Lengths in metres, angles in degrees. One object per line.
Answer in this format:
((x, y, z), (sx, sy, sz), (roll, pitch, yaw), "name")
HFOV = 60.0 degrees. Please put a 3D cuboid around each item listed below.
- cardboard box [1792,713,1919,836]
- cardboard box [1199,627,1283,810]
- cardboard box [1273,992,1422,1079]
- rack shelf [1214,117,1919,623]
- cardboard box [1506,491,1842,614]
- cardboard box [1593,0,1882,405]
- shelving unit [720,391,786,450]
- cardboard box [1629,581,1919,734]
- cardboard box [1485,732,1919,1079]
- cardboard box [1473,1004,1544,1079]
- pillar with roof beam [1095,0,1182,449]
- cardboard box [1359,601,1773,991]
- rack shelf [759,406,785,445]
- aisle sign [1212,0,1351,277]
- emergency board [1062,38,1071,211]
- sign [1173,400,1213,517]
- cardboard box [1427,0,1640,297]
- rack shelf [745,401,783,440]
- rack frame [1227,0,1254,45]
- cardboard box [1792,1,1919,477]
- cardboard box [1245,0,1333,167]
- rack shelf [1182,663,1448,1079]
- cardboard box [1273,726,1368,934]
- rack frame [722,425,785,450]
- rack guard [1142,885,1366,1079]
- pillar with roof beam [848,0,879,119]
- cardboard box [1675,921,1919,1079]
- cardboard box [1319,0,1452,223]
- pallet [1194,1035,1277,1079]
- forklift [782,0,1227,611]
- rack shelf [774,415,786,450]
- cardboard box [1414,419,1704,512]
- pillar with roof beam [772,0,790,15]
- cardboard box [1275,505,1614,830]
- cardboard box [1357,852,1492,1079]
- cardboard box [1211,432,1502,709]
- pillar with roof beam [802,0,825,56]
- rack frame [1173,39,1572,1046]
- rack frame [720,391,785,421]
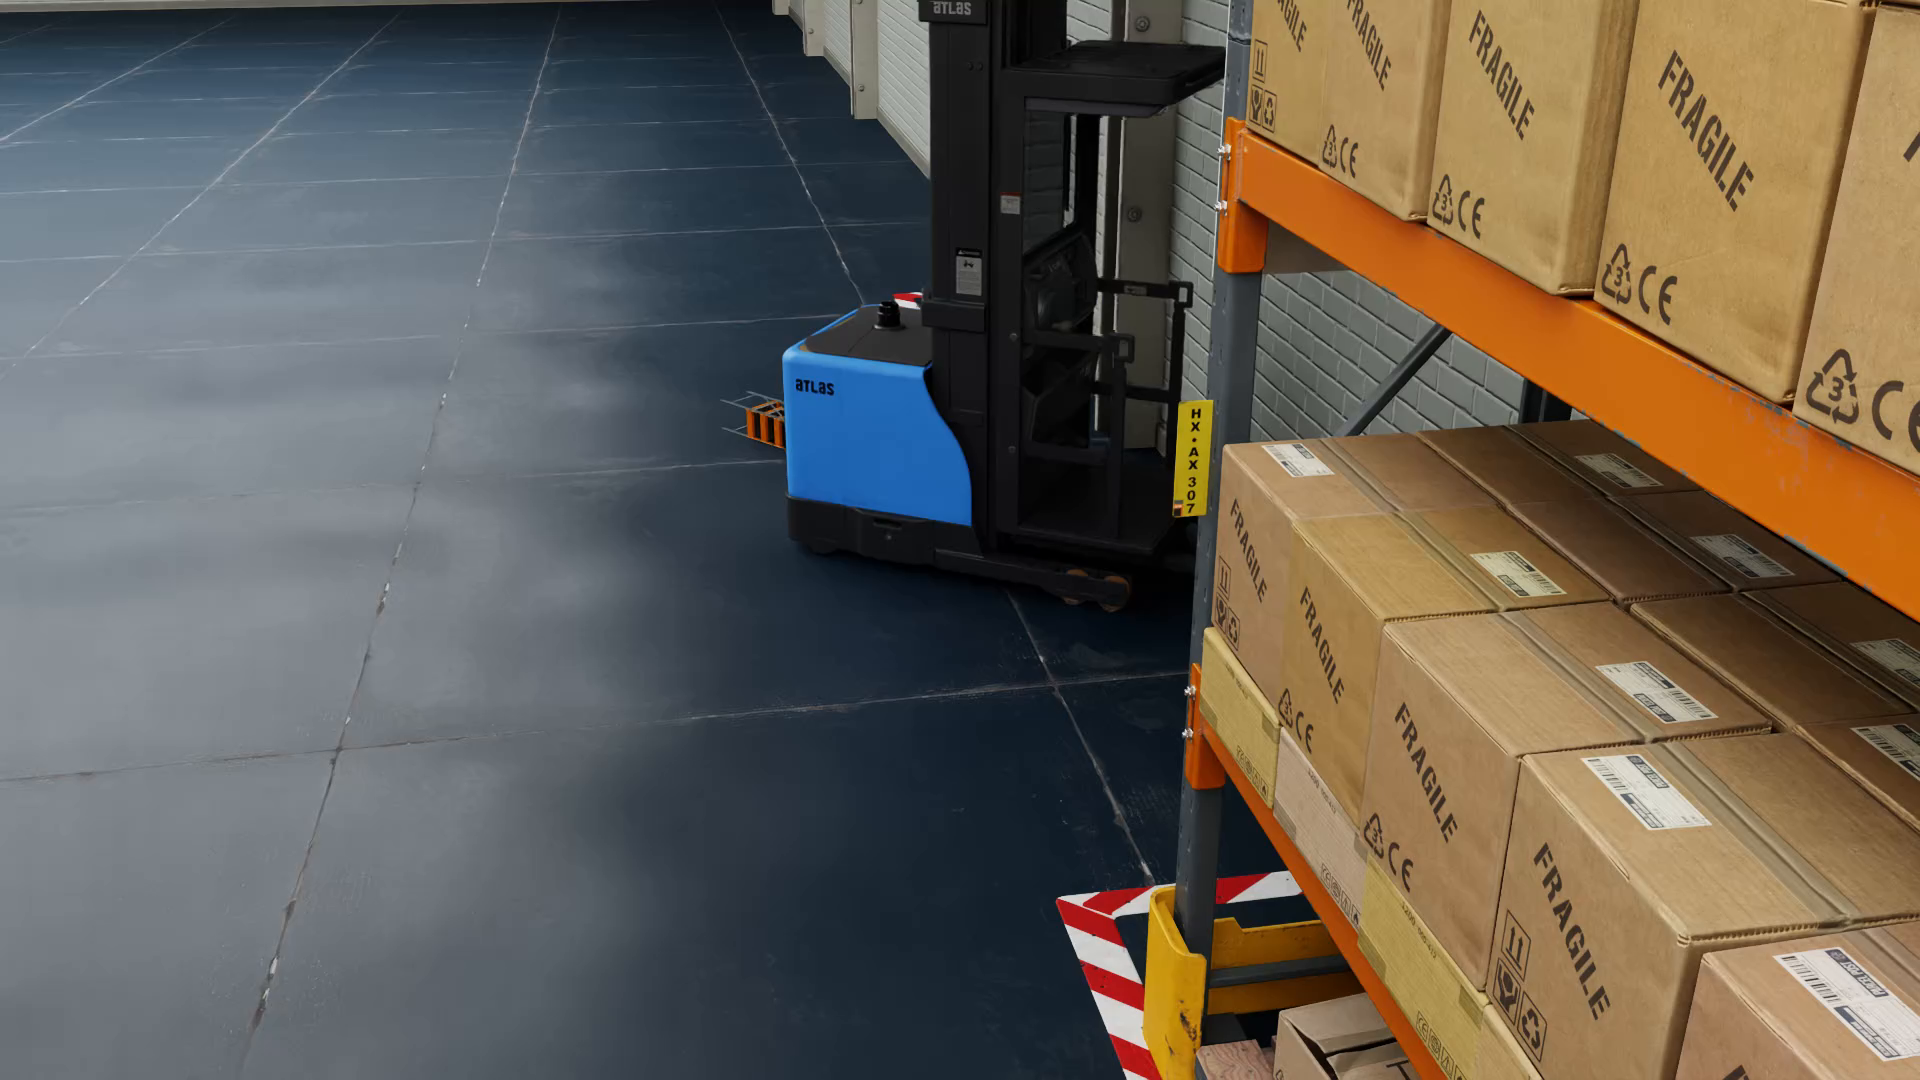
((1.726, 0.628, 2.790), (0.500, 0.500, 0.500), (-4, 24, -9), "cardboard box")
((0.932, 0.417, 4.209), (0.500, 0.250, 0.500), (-5, 24, -11), "cardboard box")
((1.193, 1.452, 4.488), (0.500, 0.311, 0.500), (-7, 25, -16), "cardboard box")
((1.524, -0.116, 2.419), (1.077, 0.370, 4.000), (-4, 24, -10), "rack shelf")
((1.533, 0.227, 3.709), (0.500, 0.500, 0.500), (-4, 24, -9), "cardboard box")
((1.254, -0.510, 2.273), (0.500, 0.500, 0.500), (-3, 24, -6), "cardboard box")
((-0.947, -0.656, 10.009), (1.200, 0.189, 0.258), (19, 30, 37), "shelving unit")
((1.633, 0.430, 3.244), (0.500, 0.500, 0.500), (-5, 24, -11), "cardboard box")
((1.225, 0.669, 2.695), (0.500, 0.500, 0.500), (-4, 24, -8), "cardboard box")
((1.222, 1.020, 2.828), (0.500, 0.250, 0.500), (-4, 24, -9), "cardboard box")
((-3.207, -4.437, 7.666), (9.100, 9.000, 0.400), (-4, 24, -10), "pillar with roof beam")
((1.118, 0.467, 3.158), (0.500, 0.500, 0.500), (-5, 24, -11), "cardboard box")
((-1.095, -0.707, 10.126), (0.103, 0.180, 0.258), (19, 30, 37), "rack shelf")
((0.846, -1.055, 4.170), (0.394, 0.787, 0.004), (-4, 24, -10), "aisle sign")
((0.604, -2.981, 11.828), (0.194, 1.169, 0.643), (-4, 24, -10), "emergency board")
((0.621, -0.214, 4.411), (0.100, 0.325, 0.005), (-4, 24, -10), "sign")
((1.134, -0.719, 2.752), (0.500, 0.500, 0.500), (-3, 24, -7), "cardboard box")
((-1.186, -0.738, 10.198), (0.103, 0.180, 0.258), (19, 30, 37), "rack shelf")
((1.154, -2.607, 3.476), (1.000, 3.000, 0.127), (-4, 24, -10), "rack frame")
((1.337, -0.309, 1.813), (0.500, 0.500, 0.500), (-5, 24, -12), "cardboard box")
((0.970, -1.137, 3.708), (0.500, 0.500, 0.500), (-4, 24, -8), "cardboard box")
((1.524, 1.259, 3.019), (1.077, 0.370, 4.000), (-4, 24, -10), "rack shelf")
((1.042, 0.621, 3.744), (0.500, 0.250, 0.500), (-5, 24, -11), "cardboard box")
((-0.947, -0.572, 10.046), (1.200, 0.006, 0.240), (19, 30, 37), "rack frame")
((1.168, 1.318, 5.108), (1.175, 0.500, 0.348), (-4, 24, -10), "rack guard")
((-5.426, -9.157, 18.473), (9.100, 9.000, 0.400), (-4, 24, -10), "pillar with roof beam")
((1.322, 0.874, 2.227), (0.500, 0.500, 0.500), (-5, 24, -11), "cardboard box")
((1.034, -0.923, 3.219), (0.500, 0.500, 0.500), (-3, 24, -6), "cardboard box")
((1.283, 1.772, 4.428), (1.003, 0.211, 1.213), (-4, 24, -10), "pallet")
((0.669, -1.244, 7.937), (3.031, 2.935, 1.130), (9, 25, 21), "forklift")
((-1.004, -0.675, 10.054), (0.103, 0.180, 0.258), (19, 30, 37), "rack shelf")
((1.450, 0.028, 4.164), (0.500, 0.500, 0.500), (-5, 24, -10), "cardboard box")
((-7.645, -13.877, 29.280), (9.100, 9.000, 0.400), (-4, 24, -10), "pillar with roof beam")
((1.028, 0.263, 3.625), (0.500, 0.500, 0.500), (-4, 24, -10), "cardboard box")
((1.130, 0.821, 3.284), (0.500, 0.250, 0.500), (-5, 24, -11), "cardboard box")
((0.947, 0.068, 4.071), (0.500, 0.500, 0.500), (-4, 24, -10), "cardboard box")
((-6.535, -11.517, 23.877), (9.100, 9.000, 0.400), (-4, 24, -10), "pillar with roof beam")
((1.154, 0.142, 4.676), (1.000, 3.000, 0.127), (-4, 24, -10), "rack frame")
((-0.947, -0.739, 9.972), (1.200, 0.006, 0.240), (19, 30, 37), "rack frame")
